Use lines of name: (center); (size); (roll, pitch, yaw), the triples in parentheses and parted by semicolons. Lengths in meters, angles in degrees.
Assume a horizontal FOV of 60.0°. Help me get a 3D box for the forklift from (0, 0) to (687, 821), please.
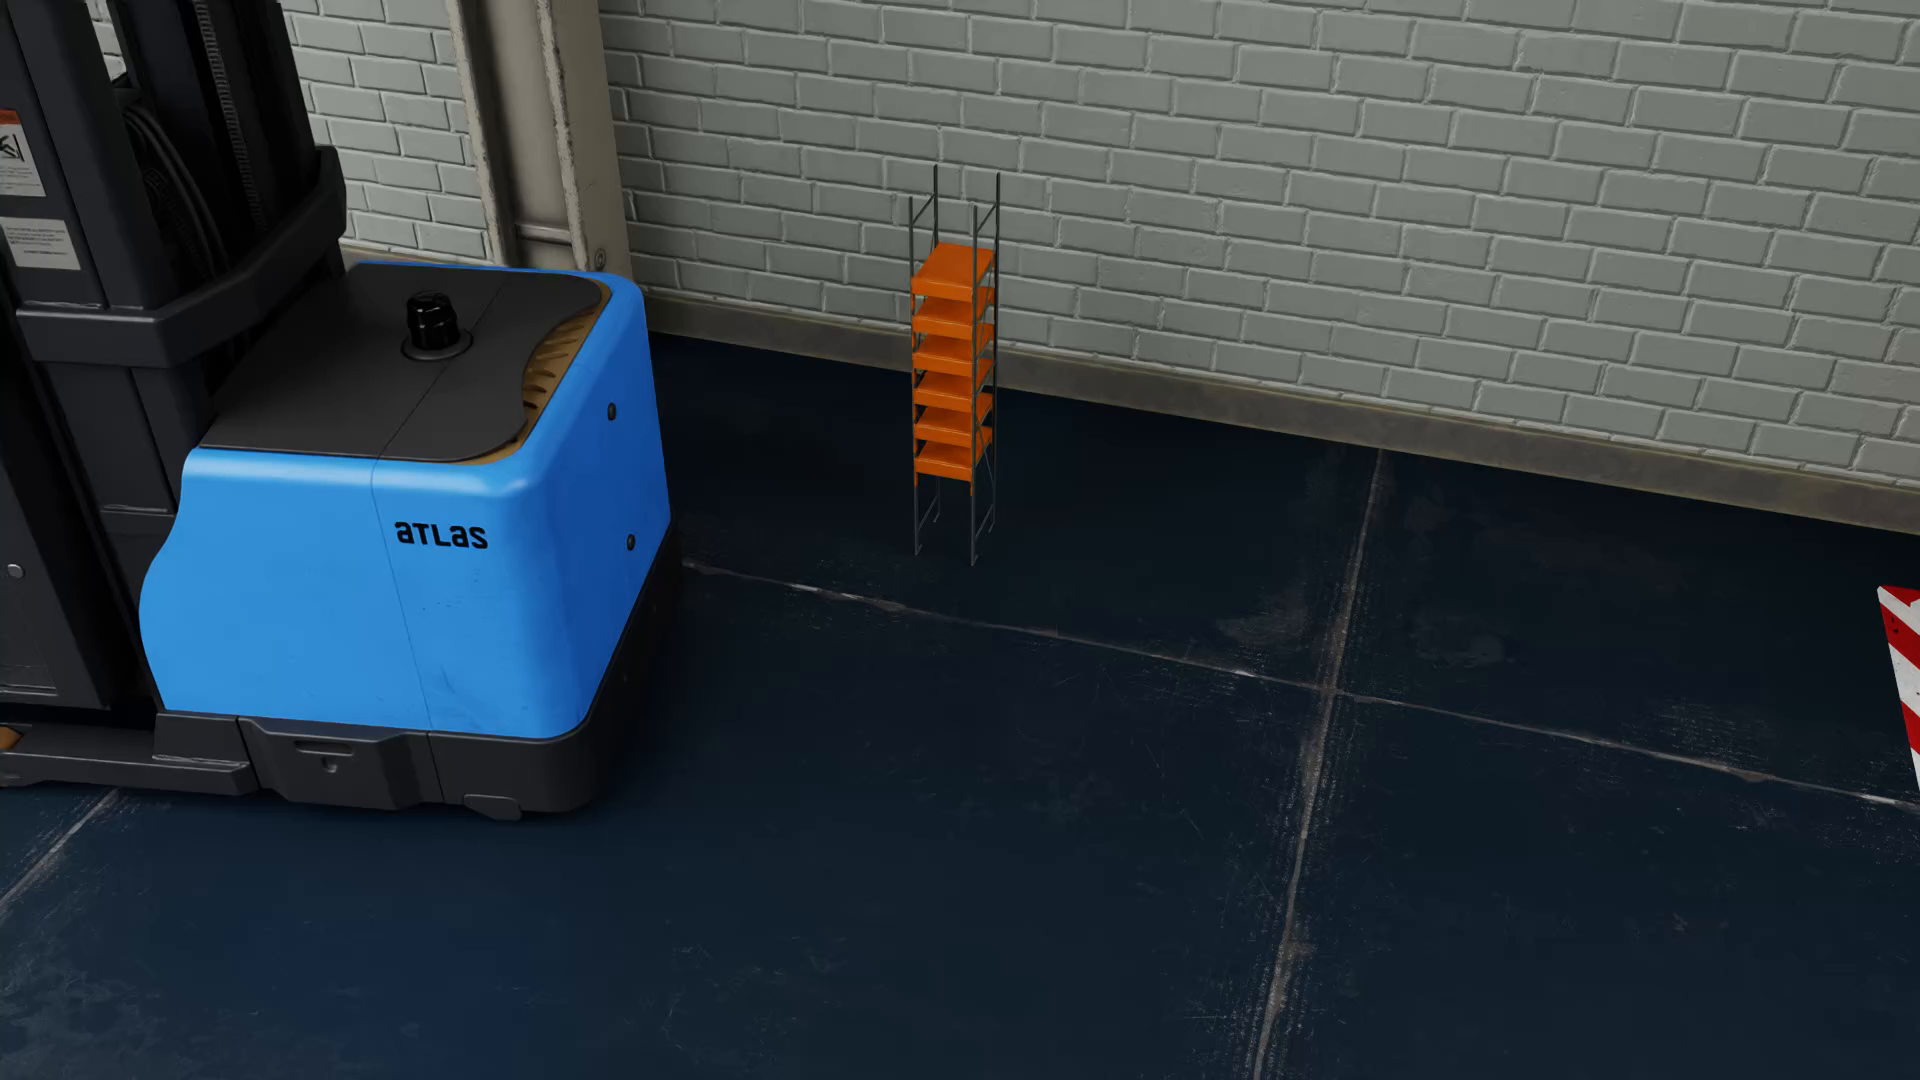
forklift: (-2.367, -0.837, 3.915); (3.031, 2.935, 1.130); (4, 37, 5)

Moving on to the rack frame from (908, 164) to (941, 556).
rack frame: (-0.101, -0.502, 4.920); (0.006, 1.200, 0.240); (10, 38, 14)

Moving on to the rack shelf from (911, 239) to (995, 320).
rack shelf: (-0.014, -0.740, 4.711); (0.180, 0.103, 0.258); (10, 38, 14)

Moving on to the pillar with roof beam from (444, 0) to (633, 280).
pillar with roof beam: (-2.746, -1.965, 0.328); (0.400, 9.000, 9.100); (10, 38, 14)

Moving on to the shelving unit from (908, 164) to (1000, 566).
shelving unit: (-0.014, -0.486, 4.898); (0.189, 1.200, 0.258); (10, 38, 14)

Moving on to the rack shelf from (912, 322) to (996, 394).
rack shelf: (-0.014, -0.547, 4.853); (0.180, 0.103, 0.258); (10, 38, 14)

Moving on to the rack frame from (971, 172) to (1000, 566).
rack frame: (0.074, -0.470, 4.876); (0.006, 1.200, 0.240); (10, 38, 14)

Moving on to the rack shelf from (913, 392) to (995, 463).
rack shelf: (-0.014, -0.353, 4.995); (0.180, 0.103, 0.258); (10, 38, 14)

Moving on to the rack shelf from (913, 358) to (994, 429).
rack shelf: (-0.014, -0.450, 4.924); (0.180, 0.103, 0.258); (10, 38, 14)

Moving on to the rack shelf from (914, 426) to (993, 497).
rack shelf: (-0.014, -0.257, 5.066); (0.180, 0.103, 0.258); (10, 38, 14)

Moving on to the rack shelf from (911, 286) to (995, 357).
rack shelf: (-0.014, -0.643, 4.782); (0.180, 0.103, 0.258); (10, 38, 14)
